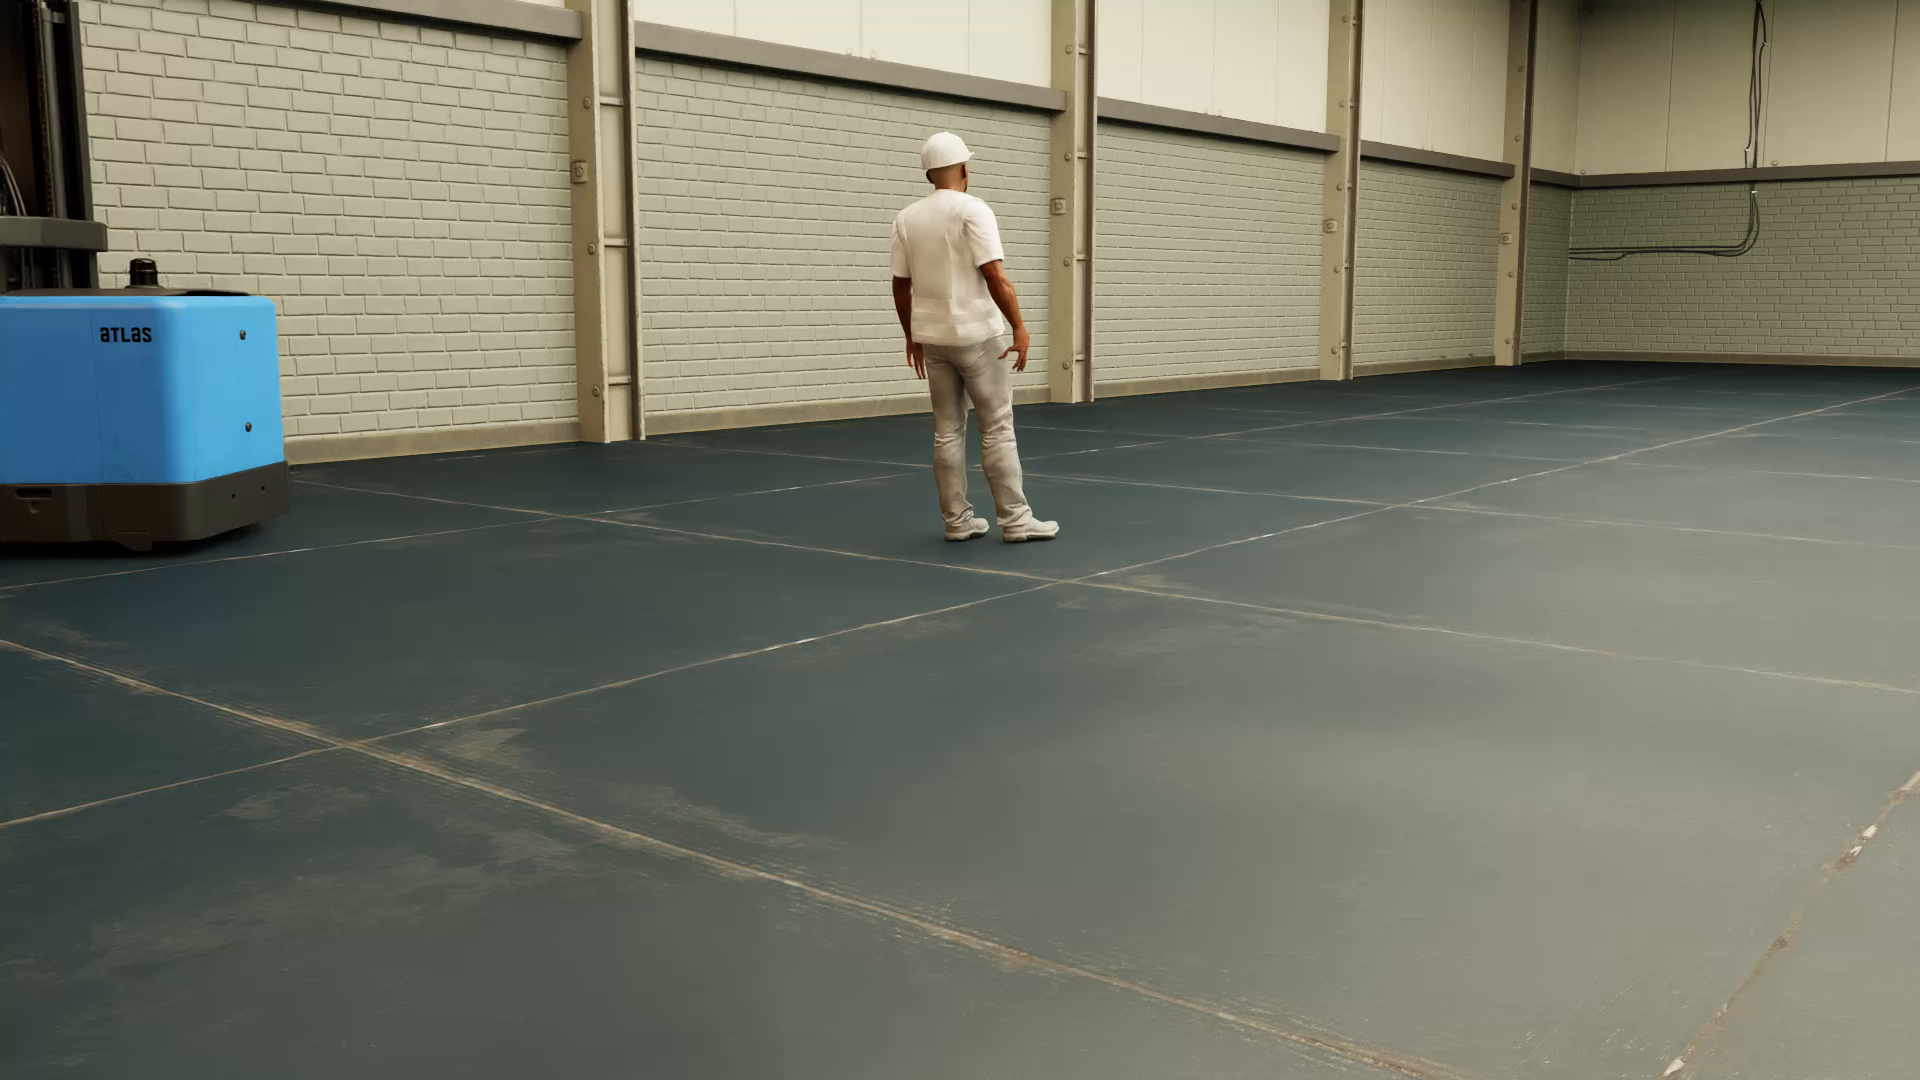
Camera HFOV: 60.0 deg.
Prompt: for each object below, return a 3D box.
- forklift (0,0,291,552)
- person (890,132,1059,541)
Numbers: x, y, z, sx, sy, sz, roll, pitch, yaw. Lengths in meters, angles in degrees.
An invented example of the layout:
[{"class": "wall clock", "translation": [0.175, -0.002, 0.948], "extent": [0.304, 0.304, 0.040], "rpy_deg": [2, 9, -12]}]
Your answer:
[{"class": "forklift", "translation": [-4.664, -1.451, 7.196], "extent": [3.031, 2.935, 1.130], "rpy_deg": [0, 8, 1]}, {"class": "person", "translation": [0.048, -0.888, 7.327], "extent": [0.666, 1.768, 0.575], "rpy_deg": [7, 11, 38]}]
